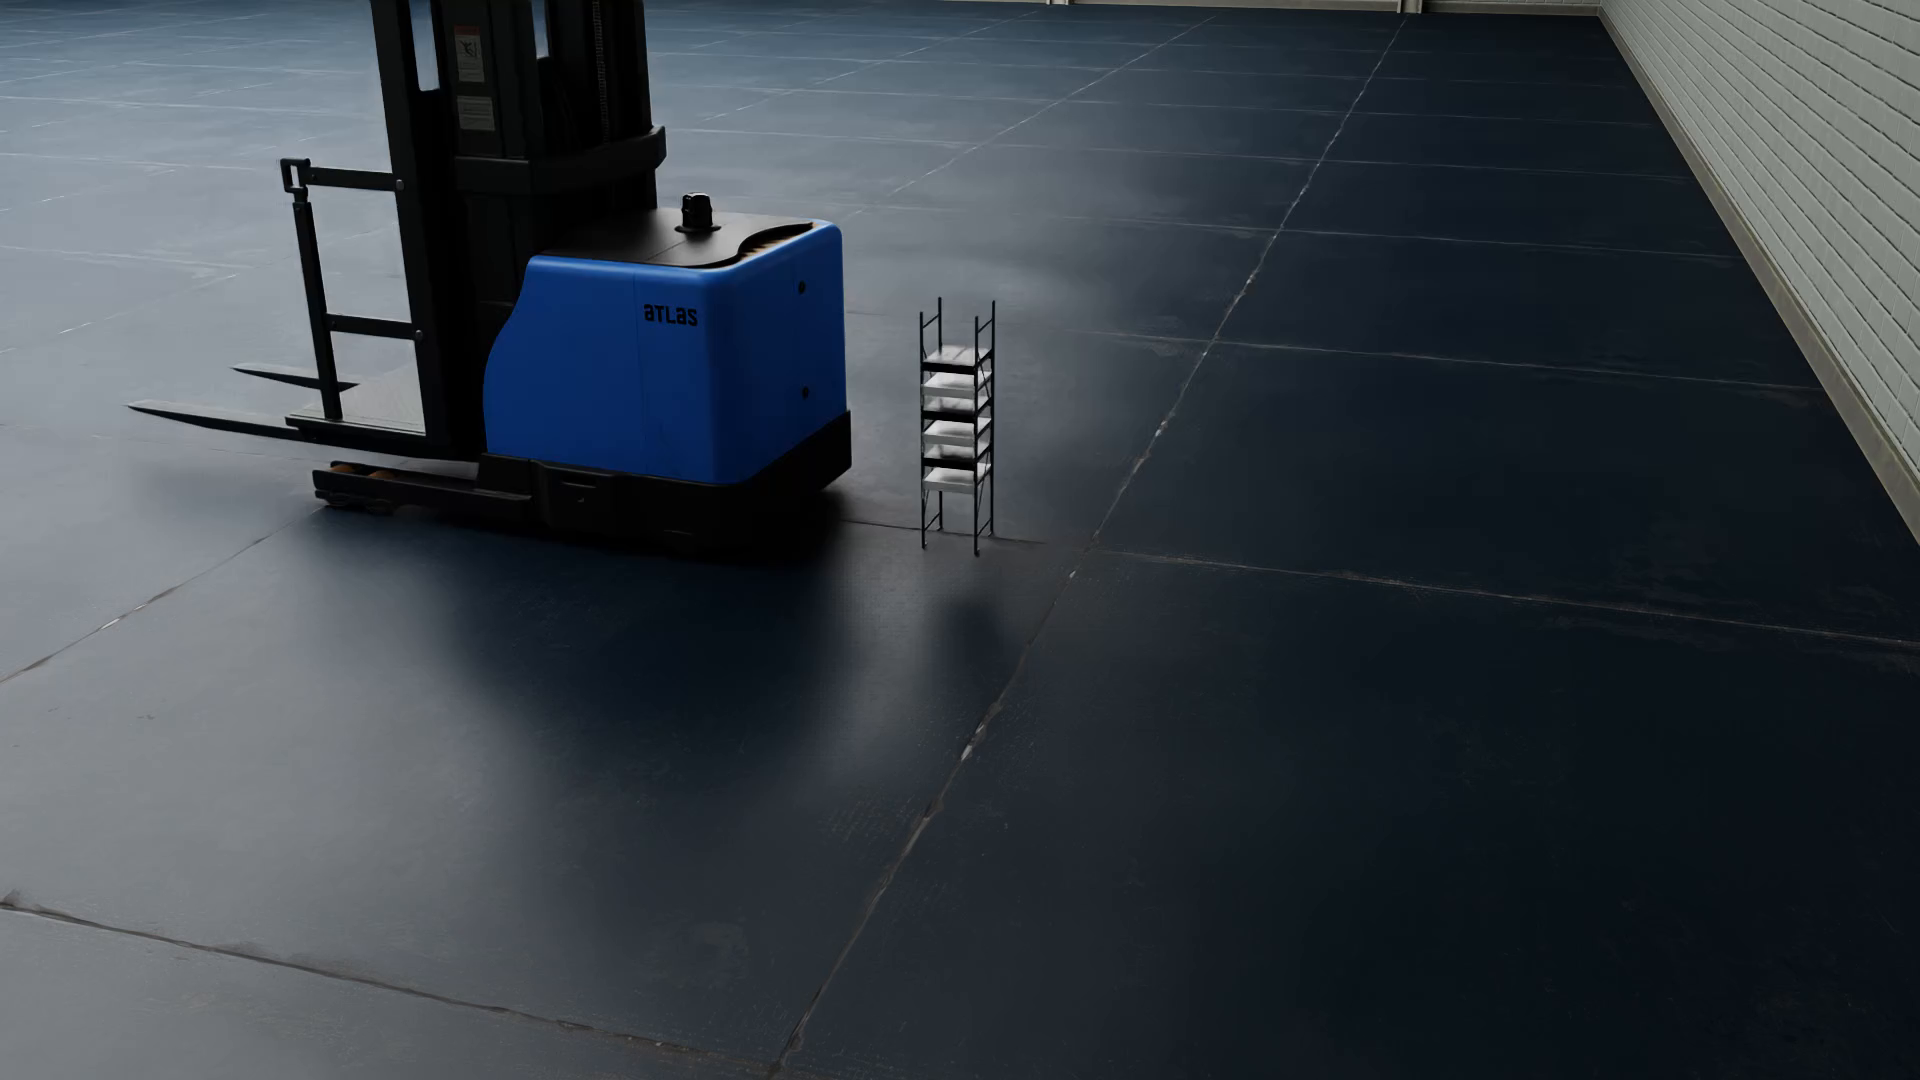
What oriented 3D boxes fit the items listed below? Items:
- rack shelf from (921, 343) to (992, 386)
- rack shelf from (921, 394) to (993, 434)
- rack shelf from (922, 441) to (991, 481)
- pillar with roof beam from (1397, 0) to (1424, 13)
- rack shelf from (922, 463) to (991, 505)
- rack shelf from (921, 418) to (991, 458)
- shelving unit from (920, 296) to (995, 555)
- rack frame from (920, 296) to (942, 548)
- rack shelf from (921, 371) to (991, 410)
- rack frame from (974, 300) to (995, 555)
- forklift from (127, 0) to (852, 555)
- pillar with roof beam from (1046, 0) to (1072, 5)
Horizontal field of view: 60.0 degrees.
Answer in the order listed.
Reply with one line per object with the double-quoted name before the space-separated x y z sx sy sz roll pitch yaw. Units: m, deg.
"rack shelf" -0.008 -0.636 6.012 0.200 0.077 0.258 7 23 16
"rack shelf" -0.008 -0.470 6.080 0.200 0.077 0.258 7 23 16
"rack shelf" -0.008 -0.303 6.148 0.200 0.077 0.258 7 23 16
"pillar with roof beam" 6.255 -11.401 22.208 0.400 9.000 9.100 7 23 16
"rack shelf" -0.008 -0.220 6.182 0.200 0.077 0.258 7 23 16
"rack shelf" -0.008 -0.386 6.114 0.200 0.077 0.258 7 23 16
"shelving unit" -0.008 -0.417 6.101 0.210 0.900 0.258 7 23 16
"rack frame" -0.105 -0.428 6.129 0.006 0.900 0.240 7 23 16
"rack shelf" -0.008 -0.553 6.046 0.200 0.077 0.258 7 23 16
"rack frame" 0.090 -0.406 6.074 0.006 0.900 0.240 7 23 16
"forklift" -2.016 -1.637 6.399 3.031 2.935 1.130 8 24 19
"pillar with roof beam" 0.511 -12.059 23.811 0.400 9.000 9.100 7 23 16
